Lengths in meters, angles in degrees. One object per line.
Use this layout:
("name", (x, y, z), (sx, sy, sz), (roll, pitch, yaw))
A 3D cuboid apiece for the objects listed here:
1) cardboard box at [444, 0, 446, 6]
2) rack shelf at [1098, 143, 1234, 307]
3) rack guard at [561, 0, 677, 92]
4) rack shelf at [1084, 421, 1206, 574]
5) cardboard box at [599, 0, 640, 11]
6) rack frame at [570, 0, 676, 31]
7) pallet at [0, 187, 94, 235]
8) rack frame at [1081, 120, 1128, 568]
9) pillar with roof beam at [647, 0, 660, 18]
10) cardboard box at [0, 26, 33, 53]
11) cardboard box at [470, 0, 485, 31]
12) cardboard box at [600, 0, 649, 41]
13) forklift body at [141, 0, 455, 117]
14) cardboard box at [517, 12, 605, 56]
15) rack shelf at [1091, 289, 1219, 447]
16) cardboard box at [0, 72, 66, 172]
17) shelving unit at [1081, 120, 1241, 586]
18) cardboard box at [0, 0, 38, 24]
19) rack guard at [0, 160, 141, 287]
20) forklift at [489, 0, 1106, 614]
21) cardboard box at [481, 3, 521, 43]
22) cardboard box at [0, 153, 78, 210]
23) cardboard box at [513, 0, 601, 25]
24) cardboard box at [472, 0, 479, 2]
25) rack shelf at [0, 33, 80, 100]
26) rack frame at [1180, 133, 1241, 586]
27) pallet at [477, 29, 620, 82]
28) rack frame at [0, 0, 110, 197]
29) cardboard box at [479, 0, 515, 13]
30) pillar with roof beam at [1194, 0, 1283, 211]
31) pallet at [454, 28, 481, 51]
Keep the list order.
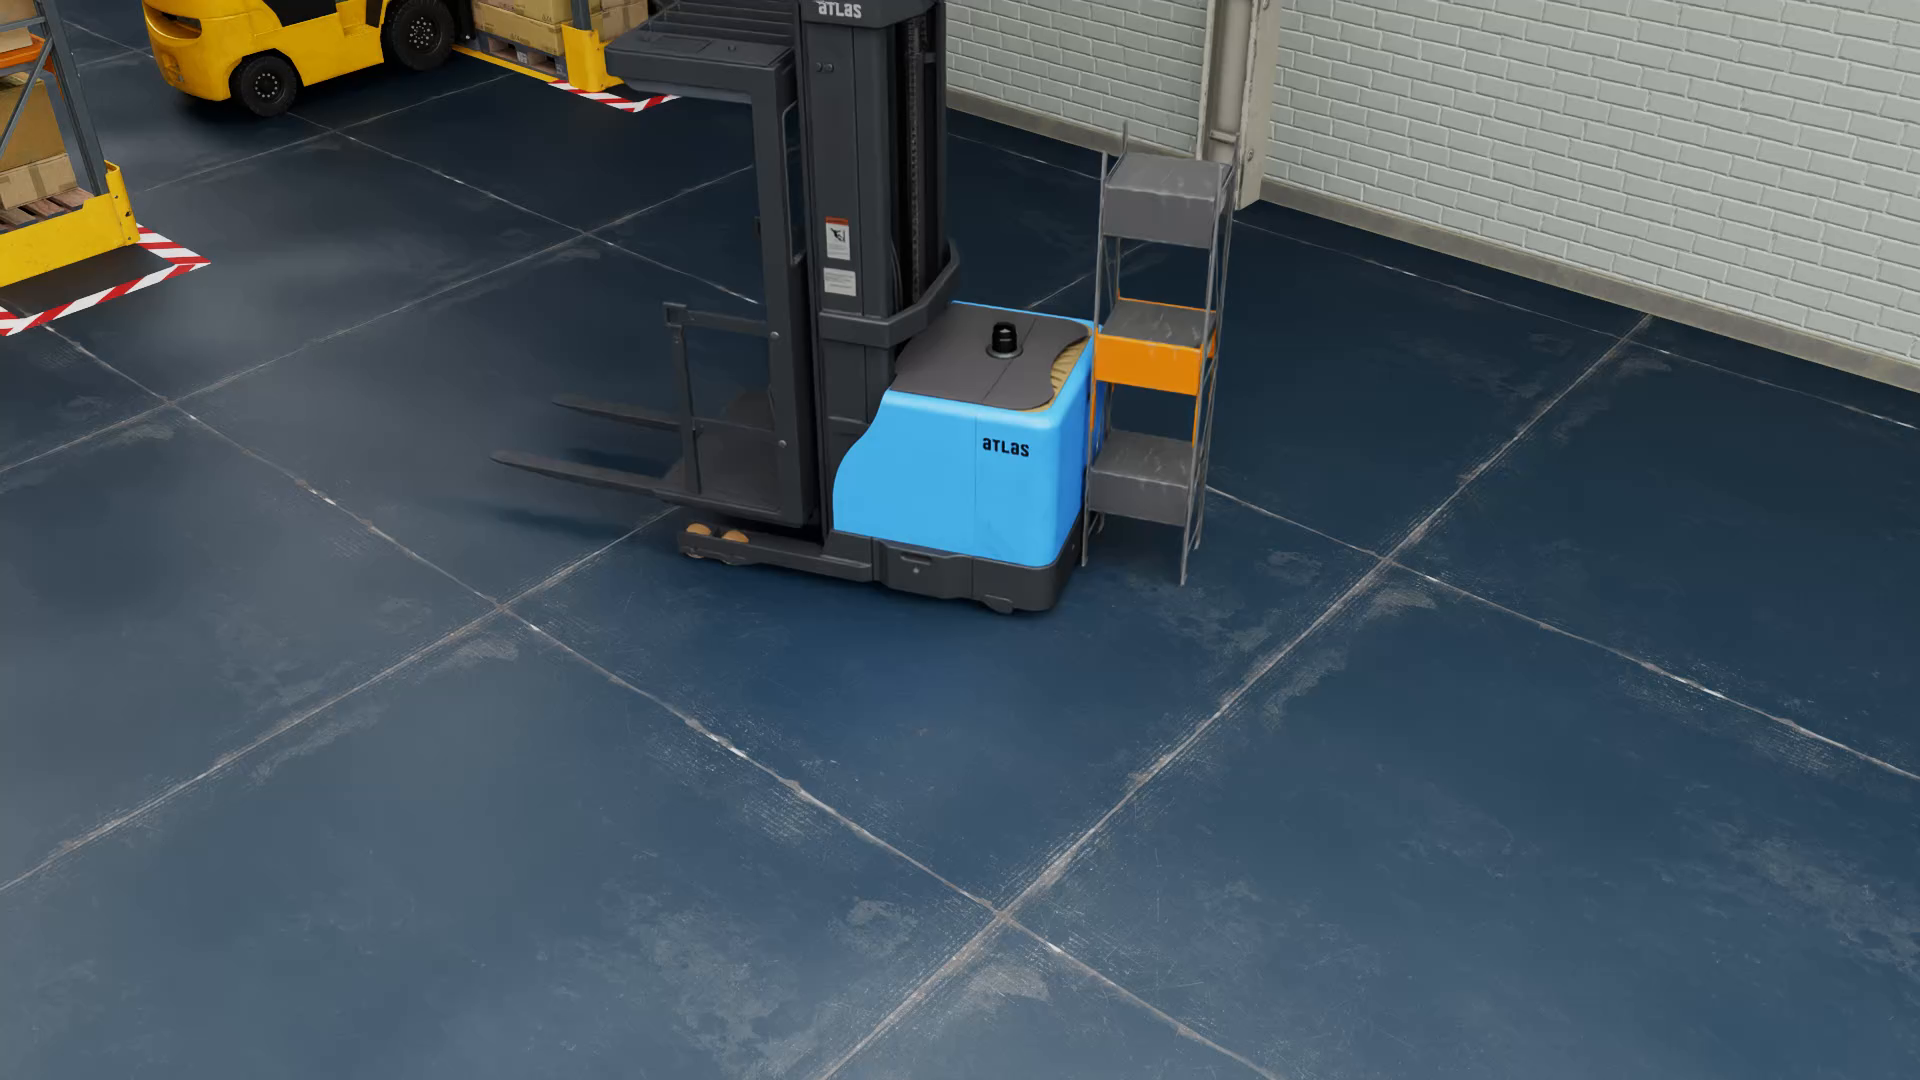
("cardboard box", (-4.496, -4.819, 14.676), (0.500, 0.250, 0.500), (27, 43, 33))
("rack shelf", (0.889, -1.361, 7.165), (0.480, 0.518, 0.431), (11, 36, 15))
("rack guard", (-2.746, -4.160, 13.866), (0.348, 0.500, 1.175), (25, 42, 32))
("rack shelf", (0.889, -0.207, 7.958), (0.480, 0.518, 0.431), (11, 36, 15))
("cardboard box", (-2.993, -4.706, 14.068), (0.500, 0.250, 0.500), (26, 42, 33))
("rack frame", (-2.765, -5.199, 13.171), (0.127, 3.000, 1.000), (25, 42, 32))
("pallet", (-6.598, -2.226, 11.305), (1.213, 0.211, 1.003), (25, 42, 32))
("rack frame", (0.657, -0.839, 7.617), (0.015, 2.100, 0.400), (11, 36, 15))
("pillar with roof beam", (-5.478, -6.443, 9.684), (0.400, 9.000, 9.100), (25, 42, 32))
("cardboard box", (-6.067, -3.148, 10.406), (0.250, 0.149, 0.380), (25, 42, 32))
("cardboard box", (-4.083, -4.641, 14.416), (0.500, 0.250, 0.500), (26, 42, 32))
("cardboard box", (-3.017, -4.502, 14.213), (0.500, 0.250, 0.500), (25, 42, 32))
("forklift body", (-5.389, -4.742, 13.256), (1.214, 2.155, 2.313), (25, 42, 32))
("cardboard box", (-3.328, -4.272, 13.878), (0.500, 0.250, 0.500), (26, 42, 32))
("rack shelf", (0.889, -0.784, 7.561), (0.480, 0.518, 0.431), (11, 36, 15))
("cardboard box", (-6.400, -2.808, 11.084), (0.500, 0.500, 0.500), (24, 41, 30))
("shelving unit", (0.889, -0.796, 7.554), (0.503, 2.100, 0.431), (11, 36, 15))
("cardboard box", (-6.124, -3.494, 10.337), (0.500, 0.500, 0.500), (25, 41, 31))
("rack guard", (-5.996, -2.035, 10.772), (0.348, 0.500, 1.175), (25, 42, 32))
("forklift", (-0.859, -1.356, 7.635), (3.031, 2.935, 1.130), (11, 36, 15))
("cardboard box", (-3.704, -4.456, 14.146), (0.500, 0.250, 0.500), (25, 42, 32))
("cardboard box", (-6.381, -2.490, 11.285), (0.500, 0.250, 0.500), (25, 42, 31))
("cardboard box", (-3.339, -4.485, 13.748), (0.500, 0.250, 0.500), (25, 41, 31))
("cardboard box", (-4.128, -4.849, 14.278), (0.500, 0.250, 0.500), (24, 41, 31))
("rack shelf", (-7.475, -3.466, 11.283), (4.000, 0.370, 1.077), (25, 42, 32))
("rack frame", (1.121, -0.752, 7.491), (0.015, 2.100, 0.400), (11, 36, 15))
("pallet", (-3.379, -4.308, 14.337), (1.213, 0.211, 1.003), (25, 42, 32))
("rack frame", (-5.938, -3.038, 10.024), (0.127, 3.000, 1.000), (25, 42, 32))
("cardboard box", (-3.718, -4.672, 14.019), (0.500, 0.250, 0.500), (25, 42, 31))
("pillar with roof beam", (-0.867, -4.270, 6.519), (0.400, 9.000, 9.100), (25, 42, 32))
("pallet", (-4.313, -4.751, 14.981), (1.213, 0.211, 1.003), (25, 42, 32))
